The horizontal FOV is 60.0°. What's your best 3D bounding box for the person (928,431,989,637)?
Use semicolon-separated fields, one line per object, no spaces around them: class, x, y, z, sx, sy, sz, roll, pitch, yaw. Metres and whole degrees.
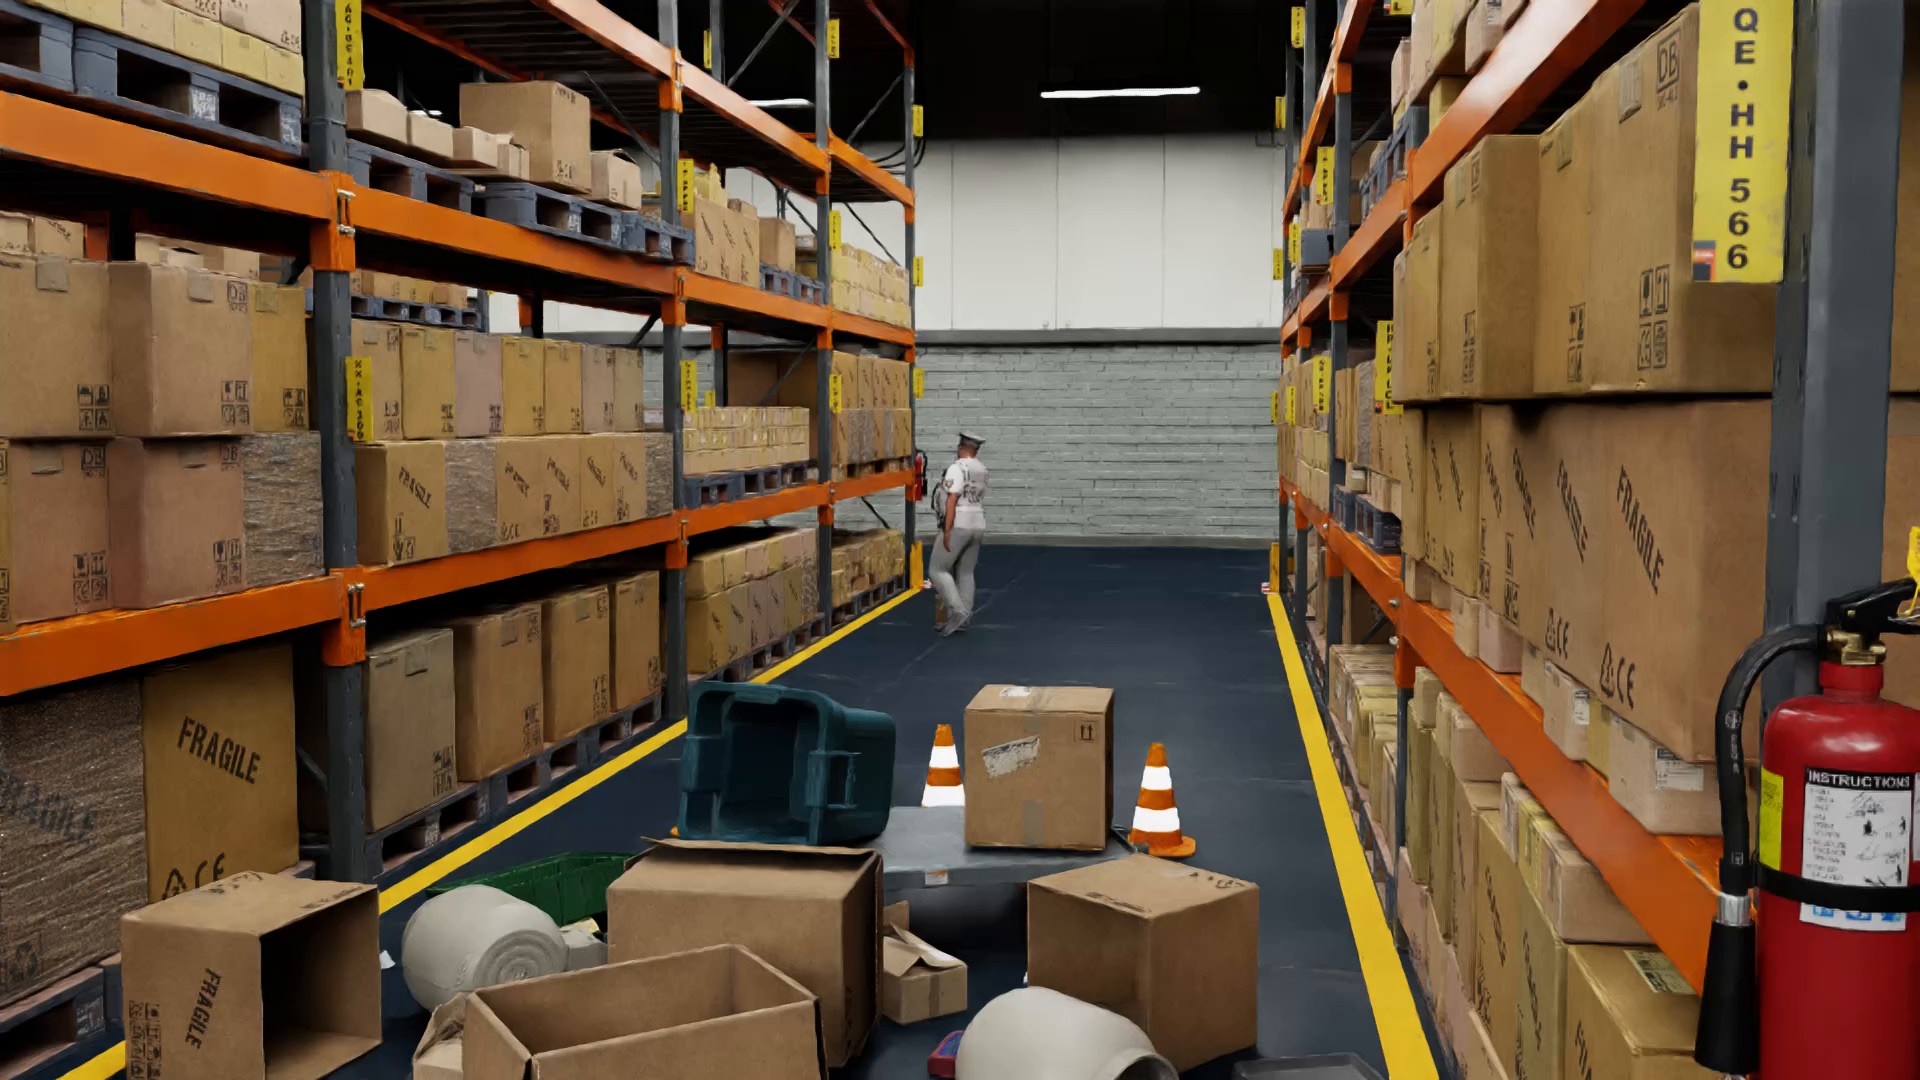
person;-0.013;-0.043;14.445;0.447;1.774;0.646;3;5;34
